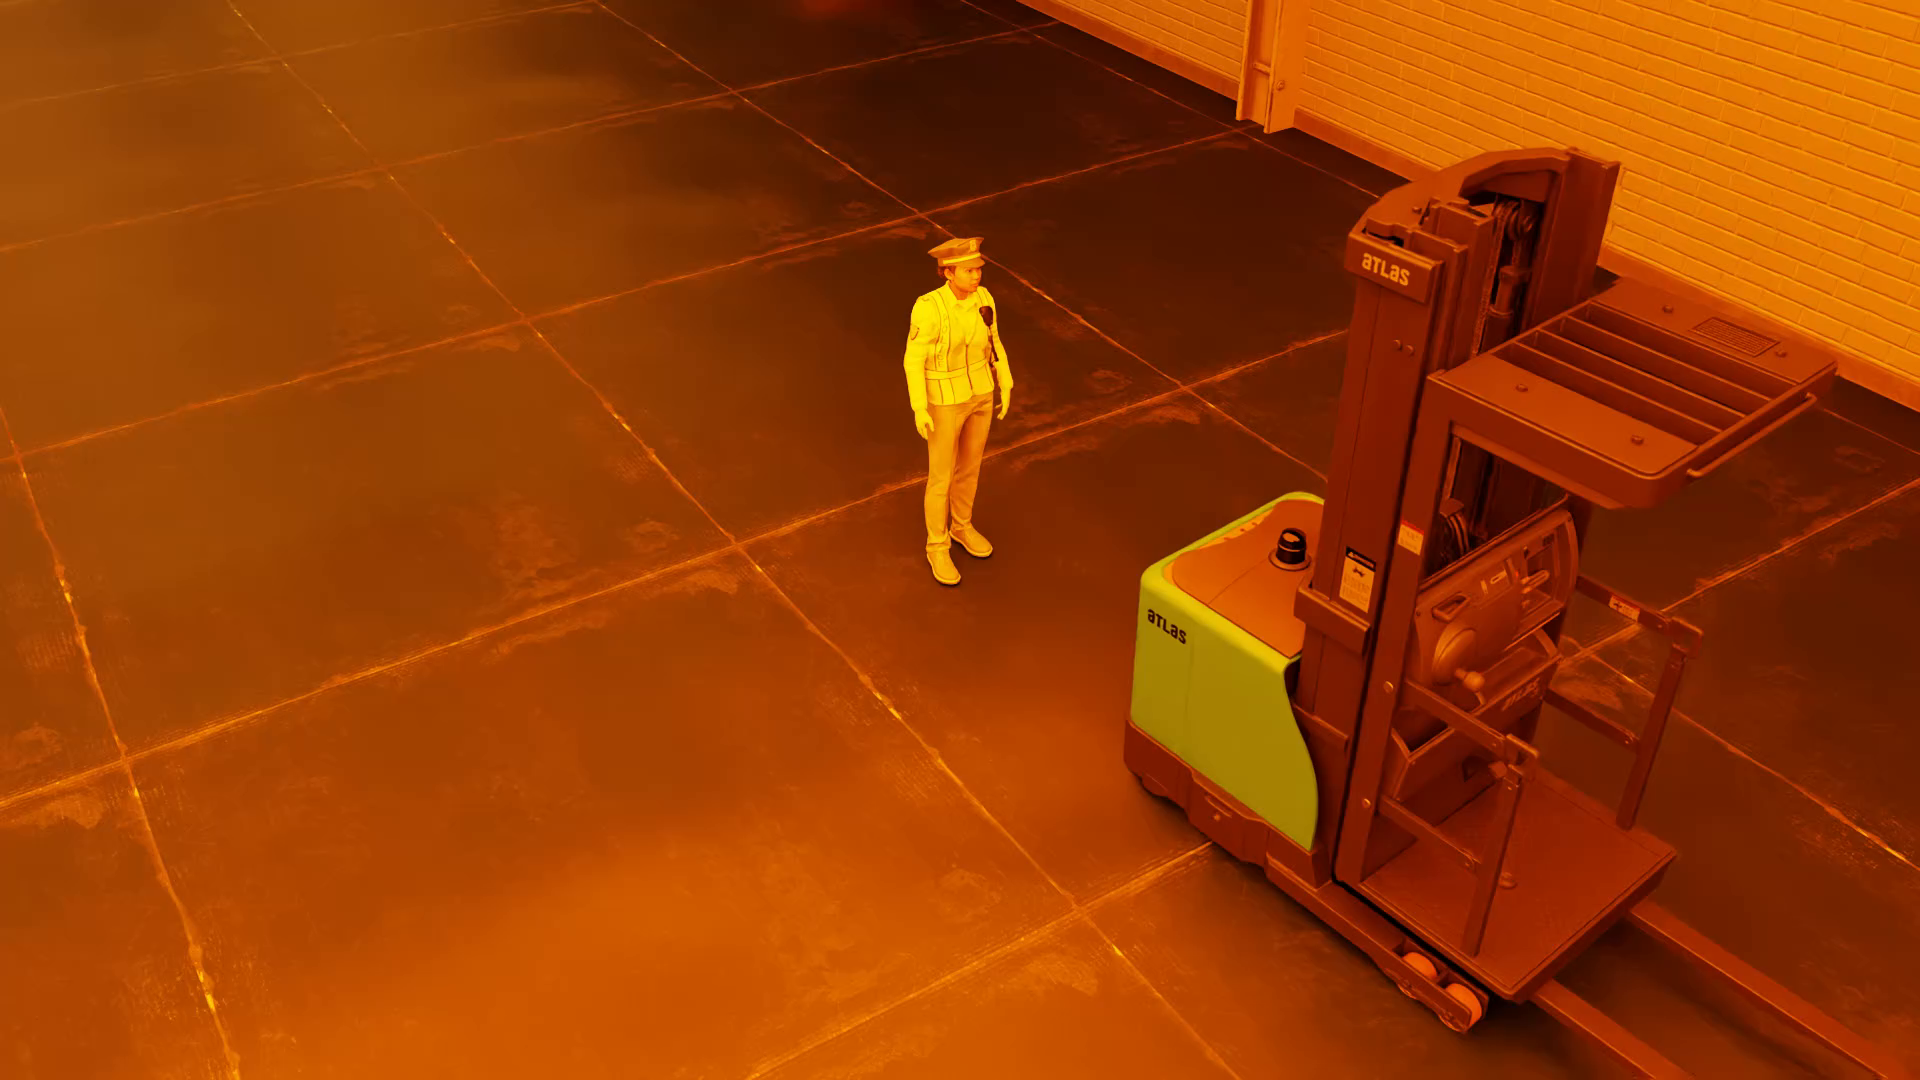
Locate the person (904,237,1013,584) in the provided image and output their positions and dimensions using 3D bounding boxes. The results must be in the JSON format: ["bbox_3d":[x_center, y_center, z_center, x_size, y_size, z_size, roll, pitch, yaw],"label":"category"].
[{"bbox_3d":[0.032,-0.664,8.156,0.588,1.695,0.531,-21,40,-27],"label":"person"}]

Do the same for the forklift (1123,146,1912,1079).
[{"bbox_3d":[2.037,0.276,5.755,1.130,2.935,3.031,-26,42,-32],"label":"forklift"}]
